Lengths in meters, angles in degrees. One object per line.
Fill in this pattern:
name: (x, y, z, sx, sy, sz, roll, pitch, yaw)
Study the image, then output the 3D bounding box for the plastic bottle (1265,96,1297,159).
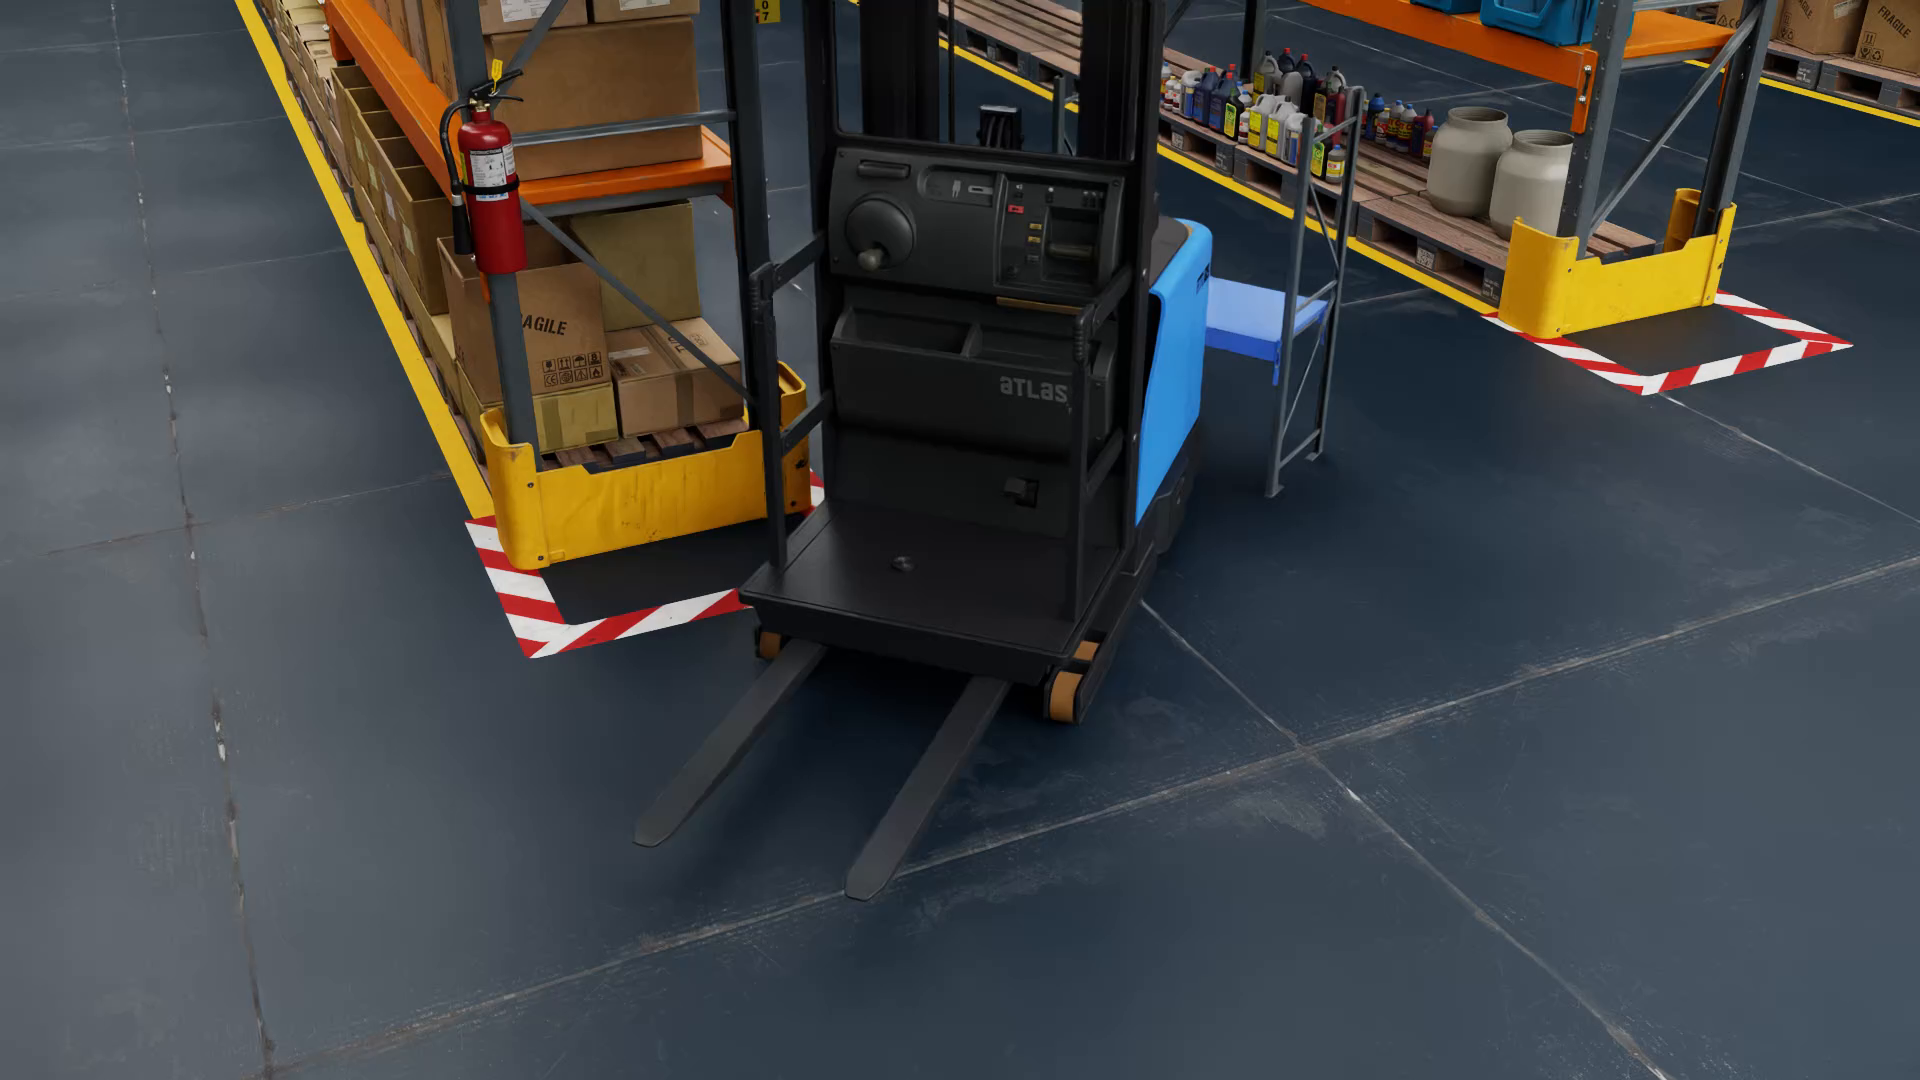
plastic bottle: (1.903, -2.442, 9.796, 0.144, 0.351, 0.185, -12, 31, -20)

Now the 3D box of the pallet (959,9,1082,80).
pallet: (0.688, -3.864, 12.925, 1.003, 0.211, 1.213, -13, 32, -22)

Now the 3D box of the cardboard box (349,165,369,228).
cardboard box: (-2.962, -1.879, 8.916, 0.500, 0.250, 0.500, -13, 32, -22)

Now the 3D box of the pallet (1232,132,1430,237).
pallet: (2.366, -2.141, 9.852, 1.003, 0.211, 1.213, -13, 32, -22)

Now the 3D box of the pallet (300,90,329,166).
pallet: (-3.766, -2.804, 11.035, 1.003, 0.211, 1.213, -13, 32, -22)

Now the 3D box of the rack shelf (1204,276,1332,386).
rack shelf: (0.931, -0.905, 6.698, 1.000, 0.185, 0.538, 18, 34, 29)

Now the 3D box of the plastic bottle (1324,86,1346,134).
plastic bottle: (2.316, -2.663, 10.259, 0.061, 0.283, 0.133, -13, 32, -22)

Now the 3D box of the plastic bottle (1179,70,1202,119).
plastic bottle: (1.493, -2.836, 10.576, 0.152, 0.276, 0.135, -12, 31, -20)

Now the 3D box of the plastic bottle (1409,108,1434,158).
plastic bottle: (2.728, -2.412, 9.813, 0.061, 0.283, 0.133, -13, 32, -21)

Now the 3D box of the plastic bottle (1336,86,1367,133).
plastic bottle: (2.412, -2.682, 10.301, 0.152, 0.276, 0.135, -12, 32, -21)

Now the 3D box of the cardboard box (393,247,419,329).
cardboard box: (-2.322, -1.216, 7.733, 0.500, 0.250, 0.500, -13, 32, -22)

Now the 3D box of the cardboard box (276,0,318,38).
cardboard box: (-4.412, -3.636, 11.476, 0.500, 0.311, 0.500, -14, 32, -23)

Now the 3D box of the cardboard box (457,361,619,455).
cardboard box: (-1.667, -0.555, 6.556, 0.500, 0.250, 0.500, -13, 32, -22)

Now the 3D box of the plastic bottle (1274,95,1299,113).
plastic bottle: (1.946, -2.533, 10.036, 0.152, 0.276, 0.135, -13, 32, -22)

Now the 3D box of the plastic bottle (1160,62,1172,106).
plastic bottle: (1.329, -2.971, 10.821, 0.097, 0.271, 0.097, 0, 29, 0)

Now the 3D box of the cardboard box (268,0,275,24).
cardboard box: (-5.218, -4.396, 13.129, 0.500, 0.500, 0.500, -12, 31, -20)

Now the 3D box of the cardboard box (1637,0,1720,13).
cardboard box: (5.817, -4.619, 13.527, 0.700, 0.500, 0.500, -16, 33, -26)

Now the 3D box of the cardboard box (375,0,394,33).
cardboard box: (-2.459, -2.781, 8.040, 0.700, 0.500, 0.500, -13, 32, -22)

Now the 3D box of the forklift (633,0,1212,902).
forklift: (-0.032, -0.929, 4.909, 1.130, 2.935, 3.031, 10, 31, 17)

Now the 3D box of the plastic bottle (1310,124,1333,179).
plastic bottle: (2.054, -2.209, 9.450, 0.061, 0.283, 0.133, -12, 32, -21)

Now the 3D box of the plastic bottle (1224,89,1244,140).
plastic bottle: (1.674, -2.600, 10.148, 0.061, 0.283, 0.133, -12, 31, -20)

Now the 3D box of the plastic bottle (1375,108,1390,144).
plastic bottle: (2.576, -2.512, 10.074, 0.097, 0.201, 0.097, 0, 29, 0)

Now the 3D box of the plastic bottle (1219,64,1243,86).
plastic bottle: (1.690, -2.825, 10.480, 0.144, 0.351, 0.185, -13, 32, -22)

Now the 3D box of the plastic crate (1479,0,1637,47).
plastic crate: (2.820, -2.529, 7.844, 0.499, 0.251, 0.616, -13, 32, -22)

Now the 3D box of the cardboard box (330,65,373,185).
cardboard box: (-2.971, -2.204, 8.729, 0.500, 0.500, 0.500, -13, 32, -22)

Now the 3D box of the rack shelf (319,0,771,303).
rack shelf: (-2.029, -1.966, 7.425, 1.077, 0.370, 4.000, -13, 32, -22)

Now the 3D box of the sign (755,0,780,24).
sign: (-0.666, -1.923, 5.646, 0.100, 0.325, 0.005, -13, 32, -22)

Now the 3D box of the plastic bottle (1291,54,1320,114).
plastic bottle: (2.207, -2.930, 10.667, 0.144, 0.351, 0.185, -15, 32, -24)

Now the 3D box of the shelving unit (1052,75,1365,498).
shelving unit: (0.931, -1.062, 6.610, 1.048, 1.500, 0.538, 18, 34, 29)

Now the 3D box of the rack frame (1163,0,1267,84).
rack frame: (1.588, -4.202, 10.677, 1.000, 3.000, 0.127, -13, 32, -22)

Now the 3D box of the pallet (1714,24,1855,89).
pallet: (6.382, -3.737, 12.698, 1.003, 0.211, 1.213, -13, 32, -22)

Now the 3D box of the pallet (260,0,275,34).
pallet: (-5.411, -4.590, 14.220, 1.003, 0.211, 1.213, -13, 32, -22)

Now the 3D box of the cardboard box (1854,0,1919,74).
cardboard box: (6.787, -3.641, 11.802, 0.500, 0.500, 0.500, -16, 33, -26)

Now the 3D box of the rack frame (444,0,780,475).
rack frame: (-1.170, -1.397, 5.674, 1.000, 3.000, 0.127, -13, 32, -22)

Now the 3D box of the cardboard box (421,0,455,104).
cardboard box: (-1.797, -2.101, 6.827, 0.700, 0.500, 0.500, -13, 32, -22)

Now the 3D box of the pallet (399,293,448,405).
pallet: (-2.056, -1.048, 7.902, 1.003, 0.211, 1.213, -13, 32, -22)

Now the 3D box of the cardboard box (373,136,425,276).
cardboard box: (-2.325, -1.542, 7.548, 0.500, 0.500, 0.500, -13, 32, -22)

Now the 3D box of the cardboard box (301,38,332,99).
cardboard box: (-3.761, -2.960, 10.271, 0.500, 0.311, 0.500, -13, 32, -22)

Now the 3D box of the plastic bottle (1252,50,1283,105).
plastic bottle: (1.995, -2.984, 10.764, 0.144, 0.351, 0.185, -13, 32, -22)

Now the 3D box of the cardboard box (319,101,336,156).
cardboard box: (-3.543, -2.494, 10.012, 0.500, 0.250, 0.500, -14, 32, -23)

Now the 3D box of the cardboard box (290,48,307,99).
cardboard box: (-4.200, -3.171, 11.220, 0.500, 0.250, 0.500, -14, 32, -23)
